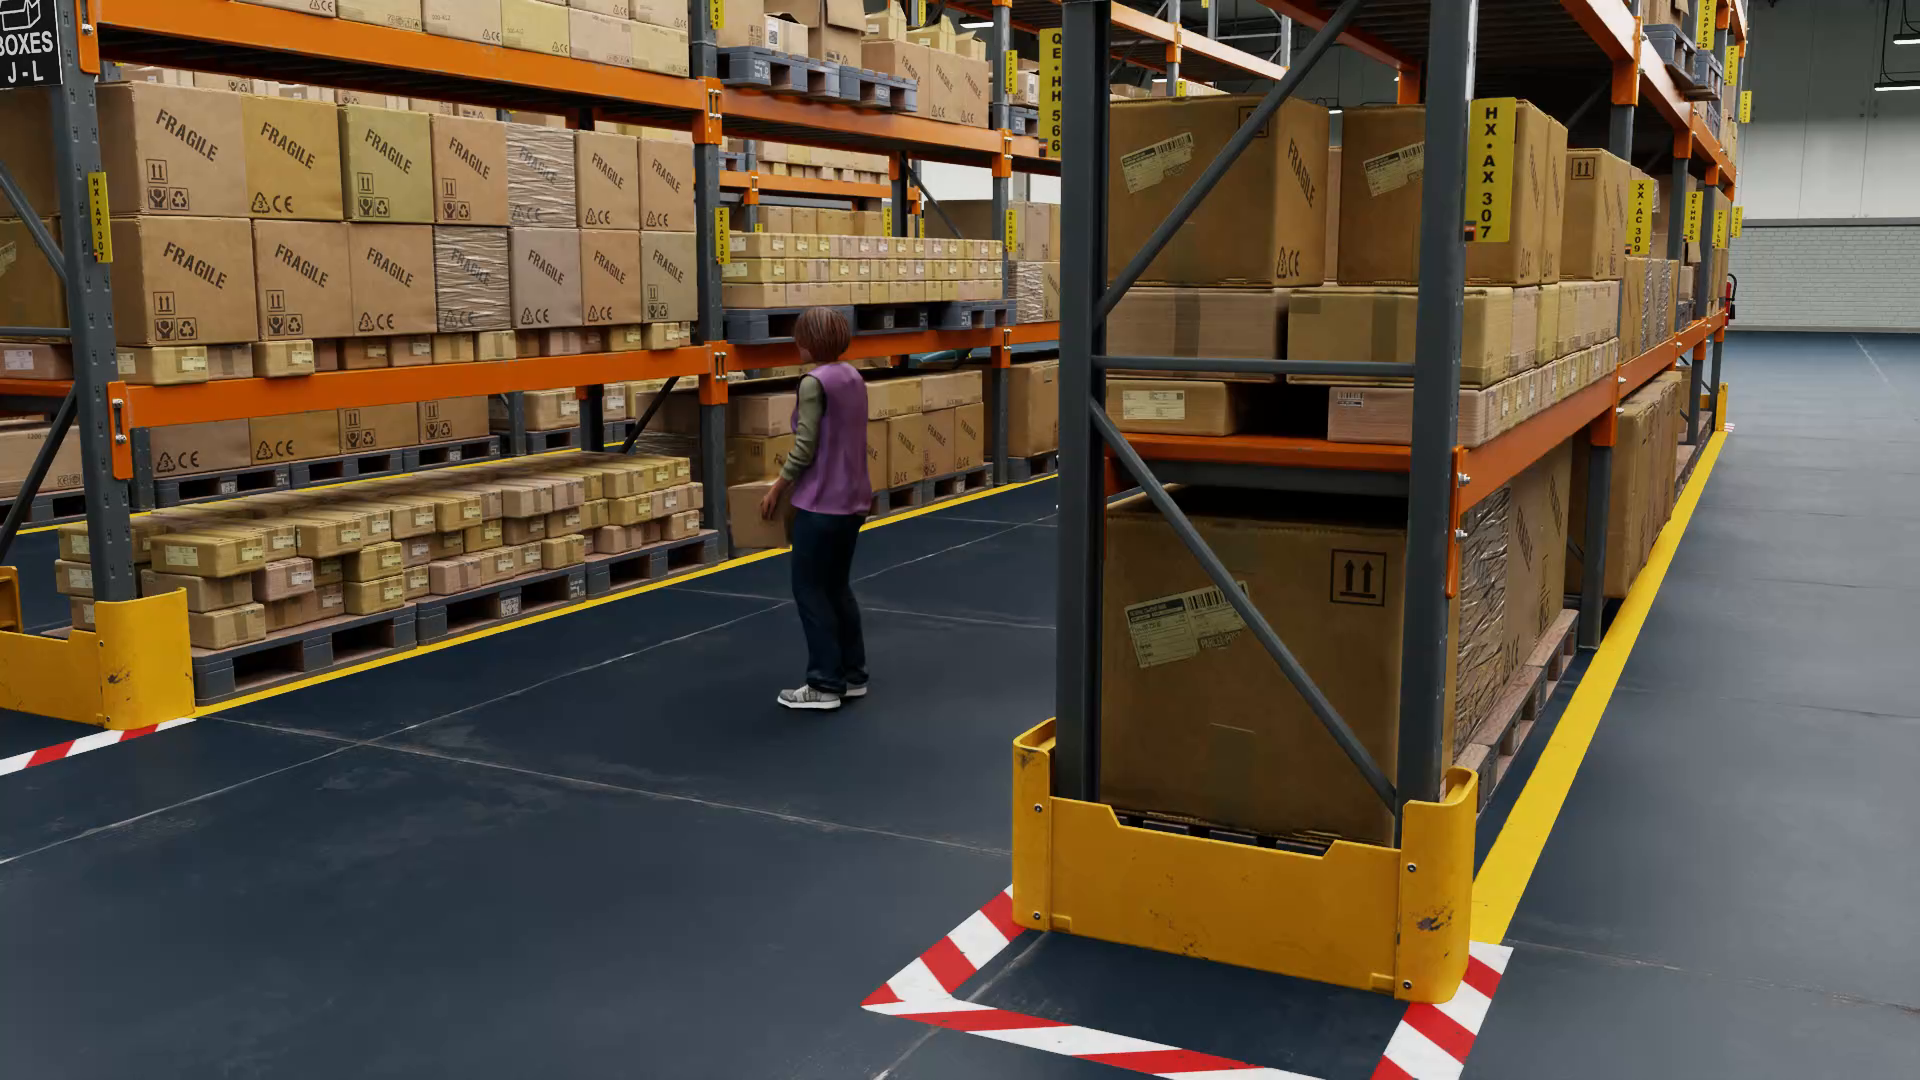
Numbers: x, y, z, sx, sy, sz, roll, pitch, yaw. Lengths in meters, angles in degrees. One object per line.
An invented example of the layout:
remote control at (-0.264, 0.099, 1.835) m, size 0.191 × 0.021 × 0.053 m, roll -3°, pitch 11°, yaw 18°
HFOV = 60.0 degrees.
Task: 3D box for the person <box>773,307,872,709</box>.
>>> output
person at (-0.537, -0.125, 6.650) m, size 0.340 × 1.599 × 0.448 m, roll 4°, pitch 10°, yaw 25°
